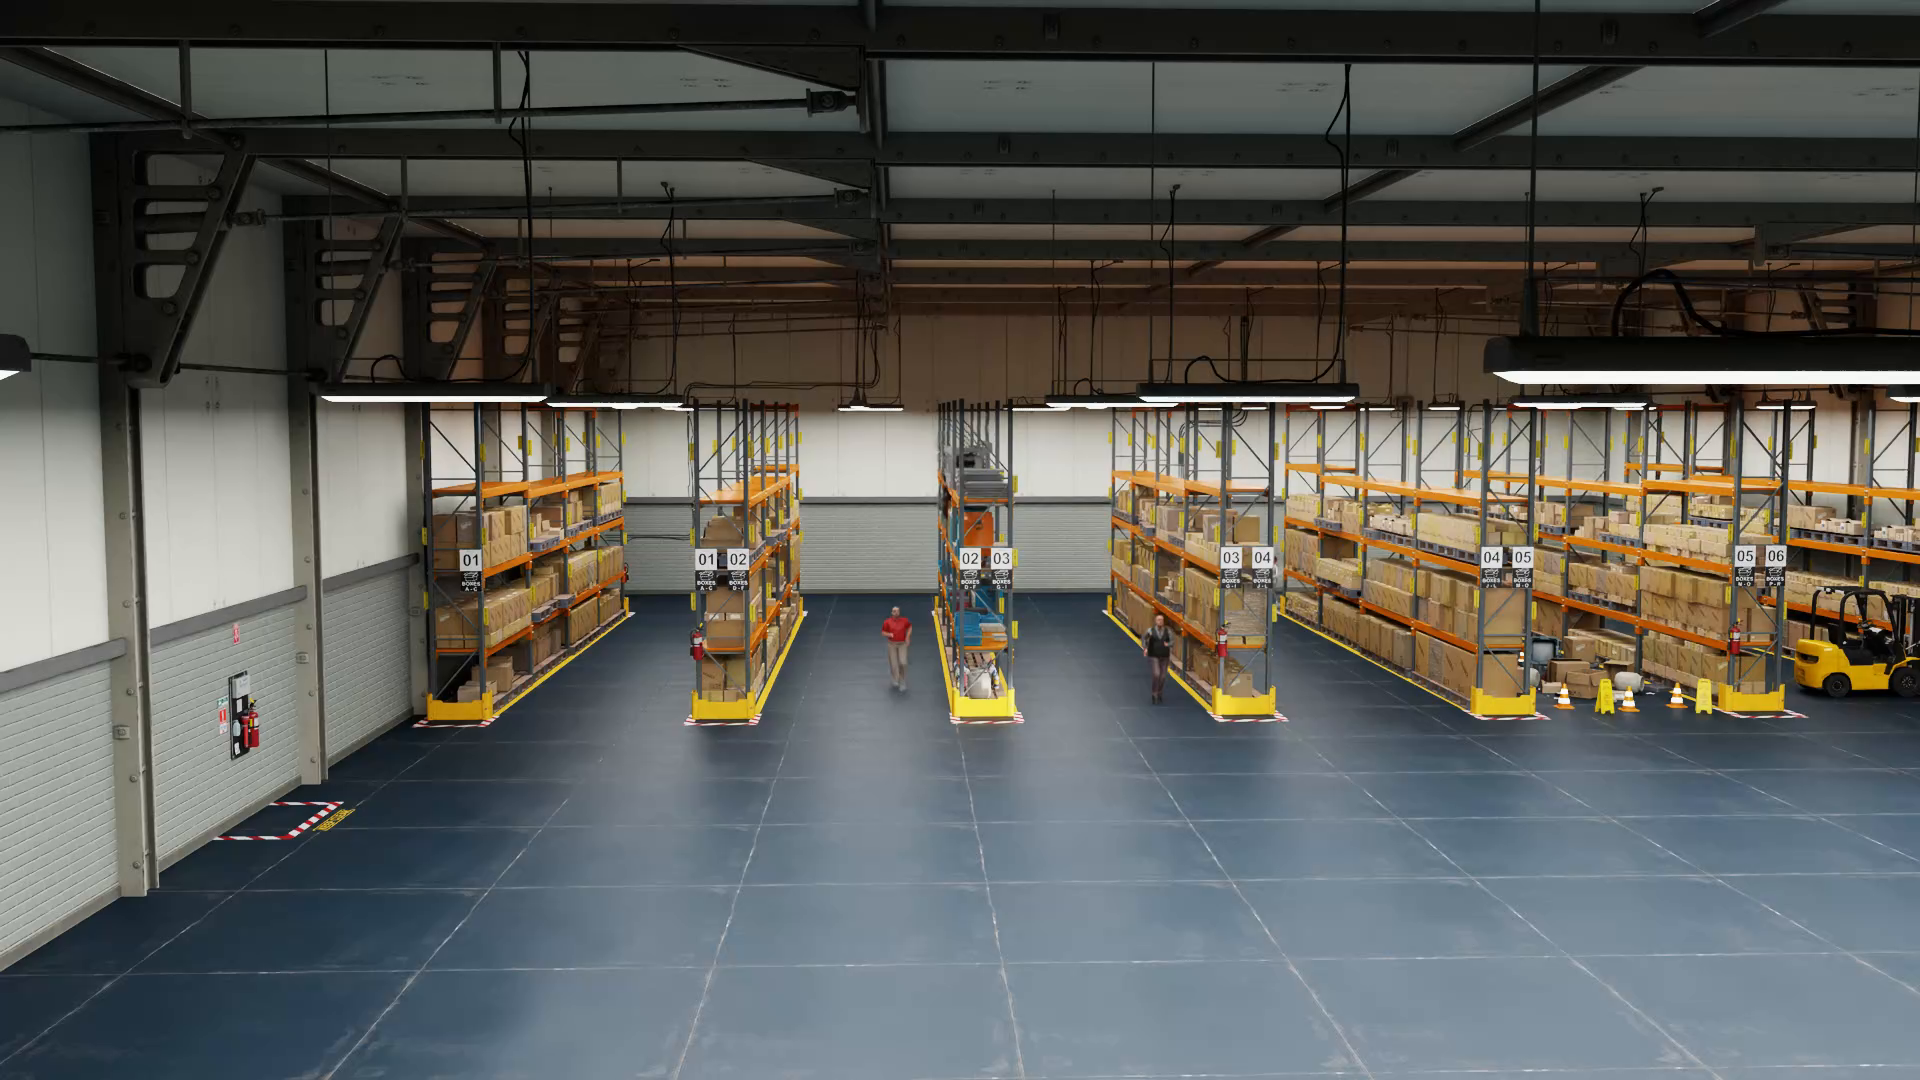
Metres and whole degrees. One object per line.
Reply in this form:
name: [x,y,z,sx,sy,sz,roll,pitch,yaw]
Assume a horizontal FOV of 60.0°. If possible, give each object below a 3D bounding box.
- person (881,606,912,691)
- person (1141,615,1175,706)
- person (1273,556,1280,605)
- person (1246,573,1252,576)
person: [-1.311,2.261,34.527,0.638,1.786,0.767,0,4,-3]
person: [3.932,2.283,32.877,0.624,1.600,0.752,-1,4,-9]
person: [9.146,1.254,48.623,0.737,1.592,0.514,-2,5,-24]
person: [8.235,1.208,48.302,0.819,1.728,0.679,3,5,37]
